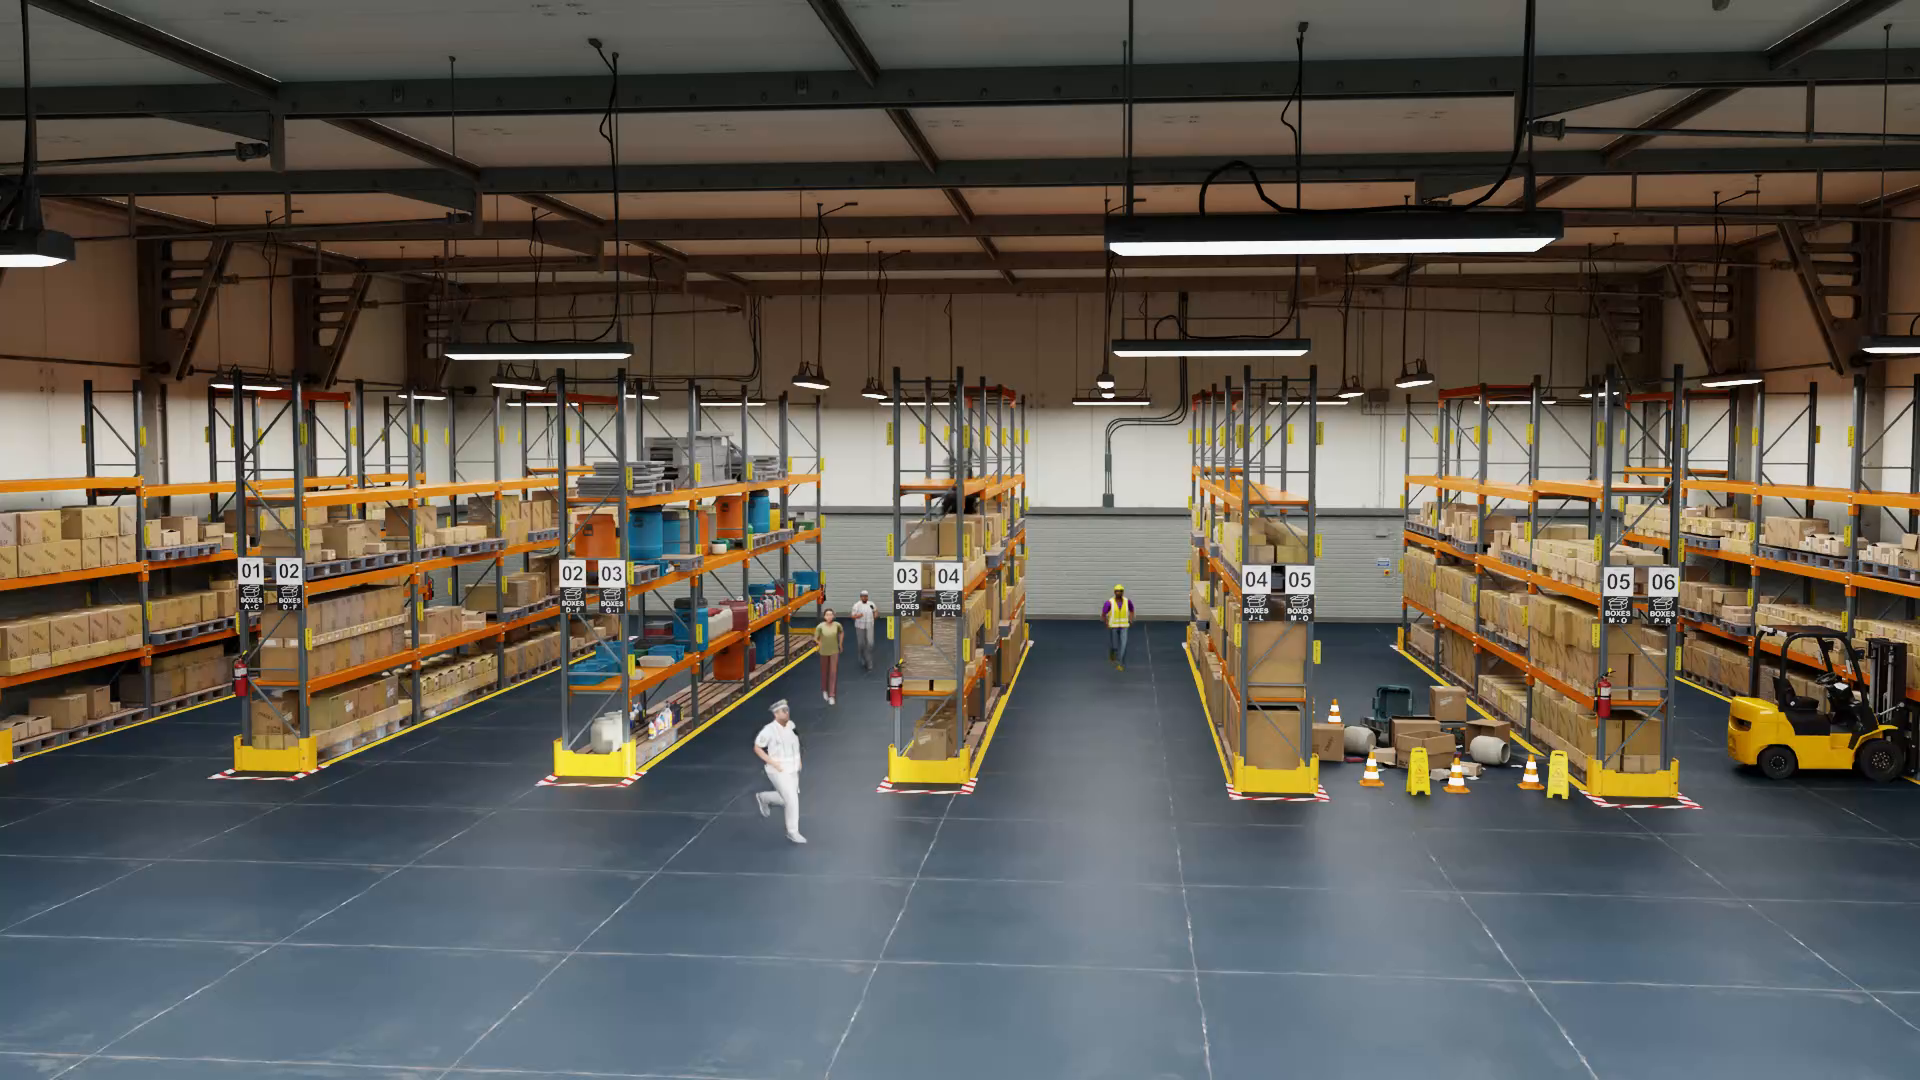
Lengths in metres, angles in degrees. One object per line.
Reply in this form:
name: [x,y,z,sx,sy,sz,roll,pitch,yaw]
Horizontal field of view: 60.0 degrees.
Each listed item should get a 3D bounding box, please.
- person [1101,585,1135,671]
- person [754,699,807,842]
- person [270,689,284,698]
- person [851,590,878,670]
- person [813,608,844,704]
person: [3.223,1.764,33.714,0.699,1.728,0.732,0,4,-5]
person: [-2.240,2.865,20.771,0.860,1.763,0.660,2,4,32]
person: [-11.708,2.408,28.533,0.549,1.714,0.742,0,4,5]
person: [-2.060,1.944,35.960,0.590,1.723,0.729,0,4,-7]
person: [-2.326,2.040,29.577,0.562,1.671,0.855,-1,4,-9]
